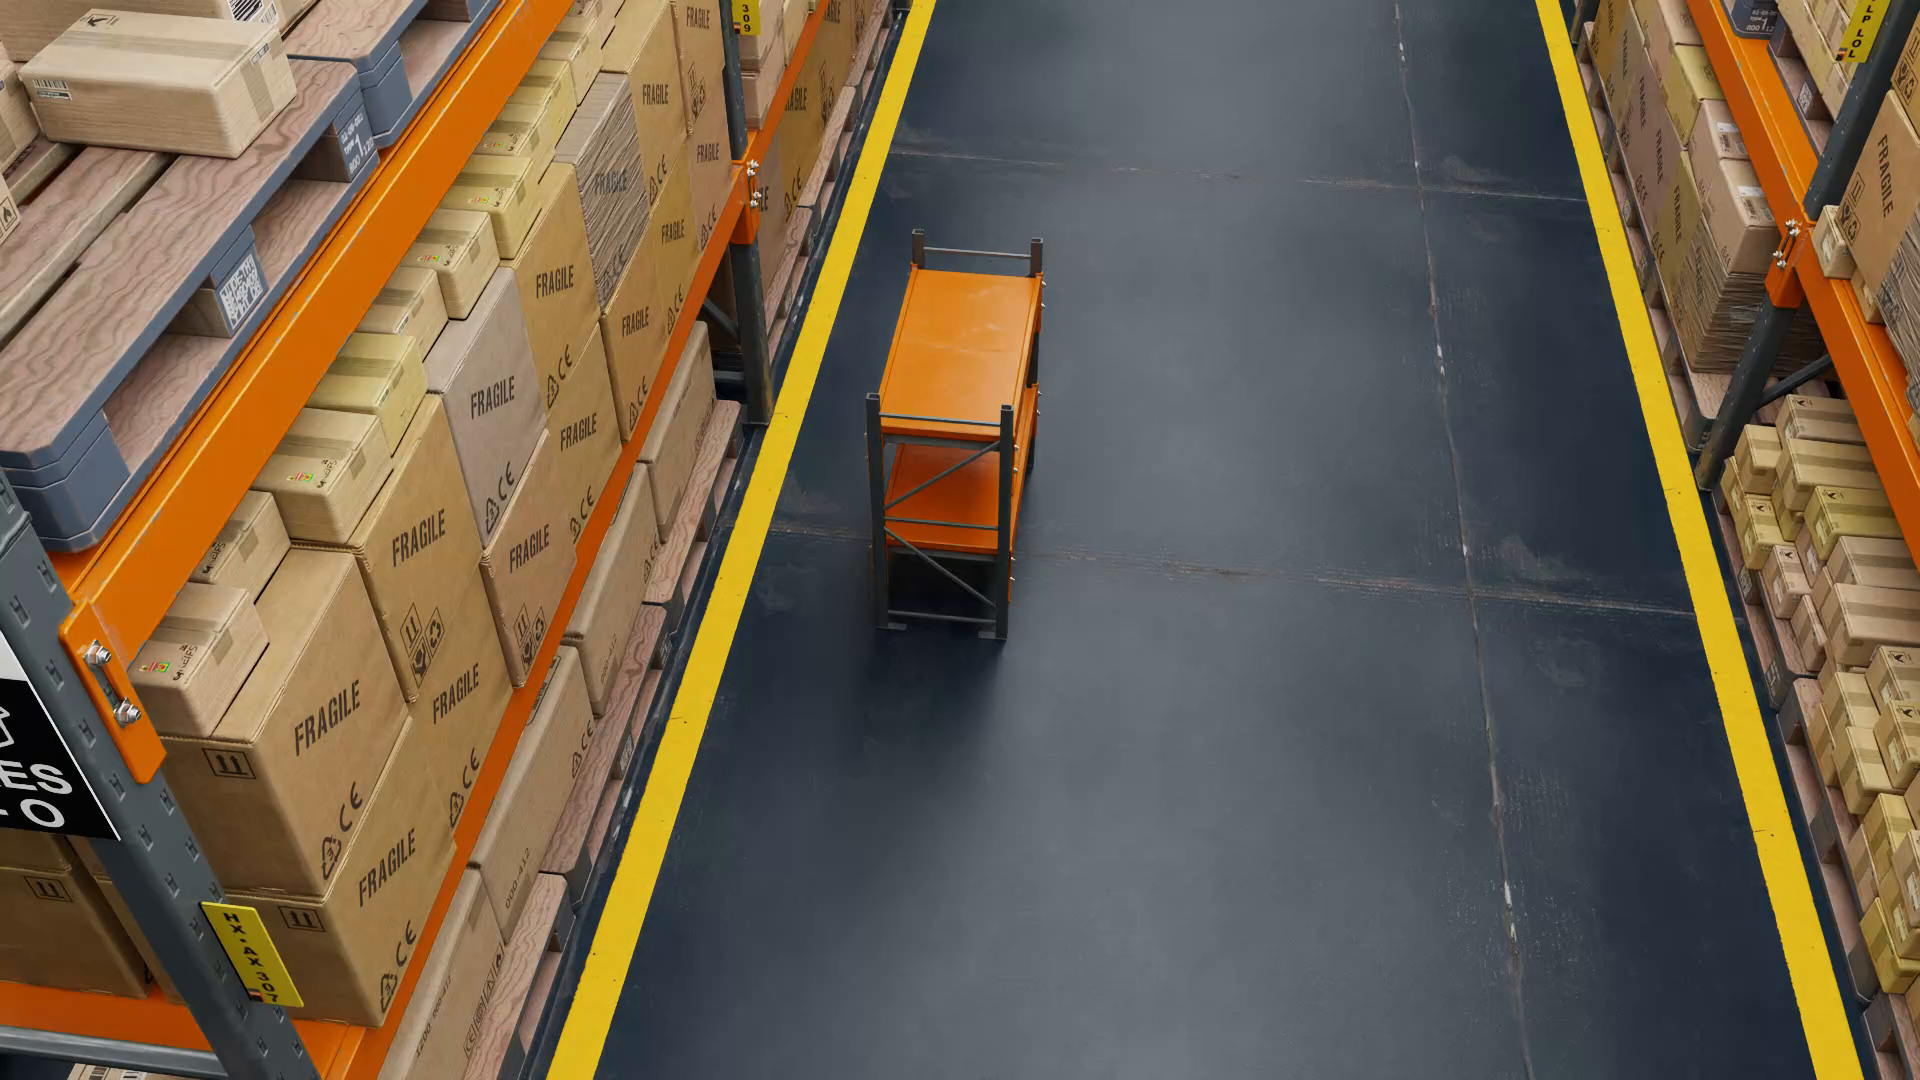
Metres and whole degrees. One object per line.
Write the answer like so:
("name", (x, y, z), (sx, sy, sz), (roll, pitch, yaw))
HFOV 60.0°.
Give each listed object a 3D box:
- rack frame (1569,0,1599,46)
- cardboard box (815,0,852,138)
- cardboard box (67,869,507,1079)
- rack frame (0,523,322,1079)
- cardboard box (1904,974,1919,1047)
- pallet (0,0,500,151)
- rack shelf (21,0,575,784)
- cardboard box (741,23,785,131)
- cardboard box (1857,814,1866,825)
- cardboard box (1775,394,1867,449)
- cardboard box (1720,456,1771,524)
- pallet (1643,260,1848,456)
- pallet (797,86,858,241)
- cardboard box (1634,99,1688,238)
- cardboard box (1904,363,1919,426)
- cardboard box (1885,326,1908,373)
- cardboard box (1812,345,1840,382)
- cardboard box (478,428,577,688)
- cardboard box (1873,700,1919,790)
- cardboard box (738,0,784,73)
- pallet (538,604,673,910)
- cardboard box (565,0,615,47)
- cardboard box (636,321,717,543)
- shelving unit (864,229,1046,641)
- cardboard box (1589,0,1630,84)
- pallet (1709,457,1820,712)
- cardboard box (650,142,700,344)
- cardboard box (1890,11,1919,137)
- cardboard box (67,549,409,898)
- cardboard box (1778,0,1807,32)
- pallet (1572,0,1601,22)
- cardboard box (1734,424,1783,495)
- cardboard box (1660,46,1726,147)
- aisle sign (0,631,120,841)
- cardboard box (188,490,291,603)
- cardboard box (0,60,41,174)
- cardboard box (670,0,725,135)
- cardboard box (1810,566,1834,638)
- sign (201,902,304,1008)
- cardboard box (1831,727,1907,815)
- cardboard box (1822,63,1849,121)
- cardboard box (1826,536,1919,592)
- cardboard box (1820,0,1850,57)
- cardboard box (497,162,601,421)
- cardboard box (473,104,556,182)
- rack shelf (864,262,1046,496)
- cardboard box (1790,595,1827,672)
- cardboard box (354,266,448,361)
("rack frame", (4.125, -4.014, 8.807), (1.000, 3.000, 0.127), (5, 44, 6))
("cardboard box", (-1.090, -2.705, 8.665), (0.875, 0.875, 0.875), (6, 44, 6))
("cardboard box", (-1.864, 1.376, 4.673), (0.875, 0.438, 0.875), (4, 44, 4))
("rack frame", (-1.852, 1.057, 3.452), (1.000, 3.000, 0.127), (5, 44, 6))
("cardboard box", (3.004, 1.417, 4.840), (0.380, 0.149, 0.250), (6, 44, 6))
("pallet", (-1.606, -1.340, 3.866), (1.003, 0.211, 1.213), (5, 44, 6))
("rack shelf", (-1.588, -1.134, 4.107), (1.077, 0.370, 4.000), (5, 44, 6))
("cardboard box", (-1.004, -1.890, 6.674), (0.500, 0.250, 0.500), (4, 44, 5))
("cardboard box", (3.140, 0.888, 5.399), (0.380, 0.149, 0.250), (6, 44, 7))
("cardboard box", (3.346, -0.405, 6.331), (0.380, 0.149, 0.250), (7, 44, 7))
("cardboard box", (3.230, -0.186, 6.533), (0.380, 0.149, 0.250), (3, 44, 4))
("pallet", (3.698, -0.806, 7.447), (1.003, 0.211, 1.213), (5, 44, 6))
("pallet", (-1.137, -2.023, 8.733), (1.003, 0.211, 1.213), (5, 44, 6))
("cardboard box", (3.585, -1.759, 7.938), (0.500, 0.500, 0.500), (4, 44, 5))
("cardboard box", (3.121, -0.439, 4.743), (0.500, 0.500, 0.500), (4, 44, 5))
("cardboard box", (3.291, -0.664, 5.452), (0.380, 0.149, 0.250), (3, 44, 4))
("cardboard box", (3.957, -1.012, 7.150), (0.500, 0.500, 0.500), (7, 44, 7))
("cardboard box", (-1.380, 0.028, 4.466), (0.500, 0.500, 0.500), (5, 44, 5))
("cardboard box", (3.114, 0.658, 5.209), (0.380, 0.149, 0.250), (5, 44, 6))
("cardboard box", (-0.986, -2.070, 6.500), (0.500, 0.250, 0.500), (4, 44, 4))
("pallet", (-1.660, 0.689, 5.869), (1.003, 0.211, 1.213), (5, 44, 6))
("cardboard box", (-1.249, -1.552, 4.935), (0.380, 0.149, 0.250), (5, 44, 5))
("cardboard box", (-1.513, -0.473, 6.626), (0.875, 0.438, 0.875), (5, 44, 5))
("shelving unit", (-0.001, -0.404, 6.358), (0.538, 1.125, 1.048), (5, 44, 6))
("cardboard box", (3.779, -2.800, 9.038), (0.500, 0.500, 0.500), (4, 44, 4))
("pallet", (3.543, 0.186, 6.400), (1.003, 0.211, 1.213), (5, 44, 6))
("cardboard box", (-1.194, -1.015, 5.567), (0.500, 0.500, 0.500), (4, 44, 4))
("cardboard box", (3.295, -1.510, 5.146), (0.500, 0.500, 0.500), (6, 44, 7))
("cardboard box", (-1.506, 0.357, 3.392), (0.500, 0.500, 0.500), (4, 44, 5))
("cardboard box", (3.555, -2.155, 6.722), (0.380, 0.149, 0.250), (3, 44, 3))
("pallet", (4.304, -3.532, 10.326), (1.003, 0.211, 1.213), (5, 44, 6))
("cardboard box", (3.231, -0.295, 6.432), (0.380, 0.149, 0.250), (7, 44, 7))
("cardboard box", (3.581, -2.046, 7.696), (0.500, 0.250, 0.500), (3, 44, 4))
("aisle sign", (-1.574, 0.189, 2.478), (0.394, 0.787, 0.004), (5, 44, 6))
("cardboard box", (-1.567, 0.021, 3.275), (0.380, 0.149, 0.250), (6, 44, 7))
("cardboard box", (-1.906, -0.737, 2.970), (0.380, 0.149, 0.250), (2, 43, 2))
("cardboard box", (-1.112, -1.721, 5.586), (0.500, 0.500, 0.500), (5, 44, 5))
("cardboard box", (3.252, 0.239, 5.868), (0.380, 0.149, 0.250), (3, 44, 3))
("sign", (-1.303, 0.769, 3.069), (0.100, 0.325, 0.005), (5, 44, 6))
("cardboard box", (3.038, 0.756, 5.322), (0.380, 0.149, 0.250), (6, 44, 6))
("cardboard box", (3.453, -1.638, 6.175), (0.380, 0.149, 0.250), (4, 44, 5))
("cardboard box", (3.254, 0.134, 5.762), (0.380, 0.149, 0.250), (4, 44, 4))
("cardboard box", (3.487, -1.926, 6.263), (0.380, 0.149, 0.250), (6, 44, 6))
("cardboard box", (-1.320, -0.688, 4.495), (0.500, 0.500, 0.500), (5, 44, 6))
("cardboard box", (-1.298, -1.030, 4.385), (0.380, 0.149, 0.250), (5, 44, 6))
("rack shelf", (-0.001, -0.616, 6.157), (0.538, 0.278, 1.000), (5, 44, 6))
("cardboard box", (3.229, 0.347, 5.970), (0.380, 0.149, 0.250), (4, 44, 5))
("cardboard box", (-1.419, -0.511, 3.836), (0.380, 0.149, 0.250), (6, 44, 6))
